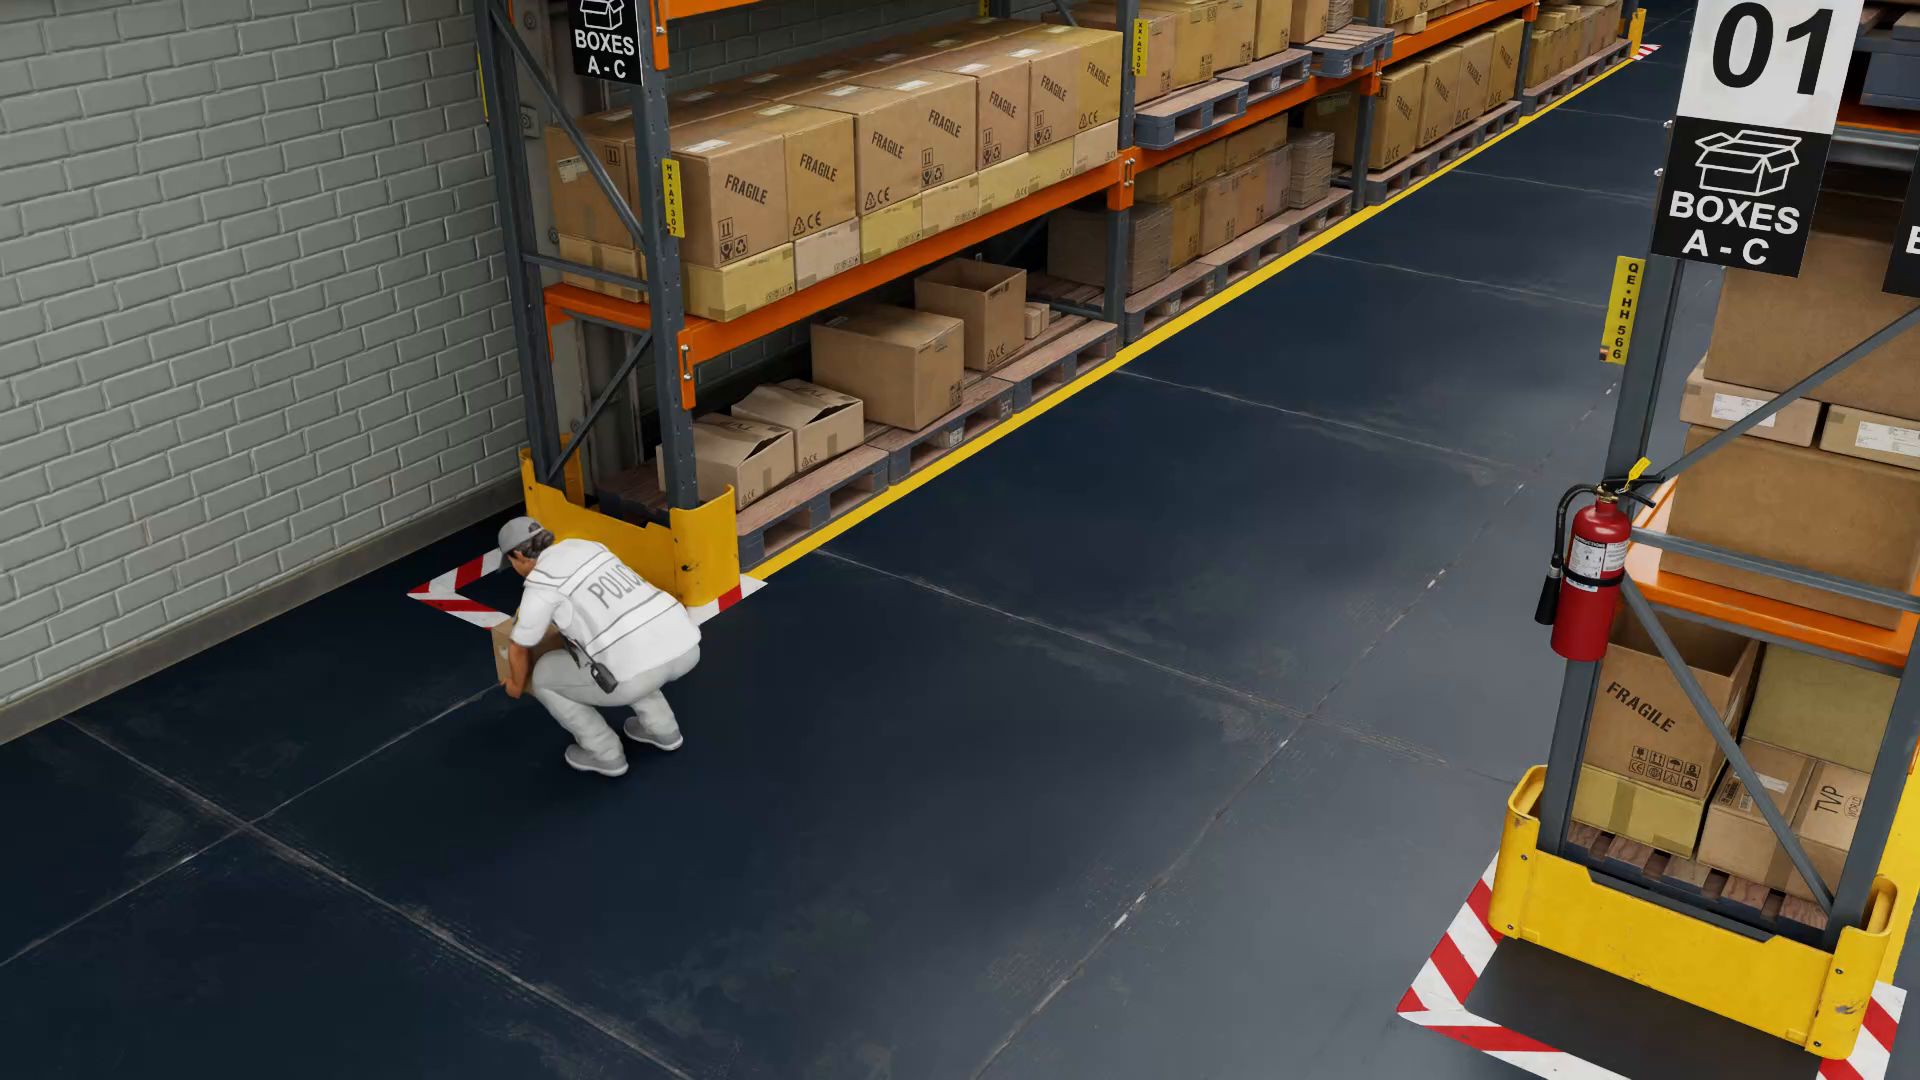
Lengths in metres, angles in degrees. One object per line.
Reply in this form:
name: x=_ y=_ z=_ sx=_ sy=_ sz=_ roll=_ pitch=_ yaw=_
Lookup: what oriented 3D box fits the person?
person: x=-1.431 y=0.417 z=6.554 sx=0.839 sy=0.986 sz=0.526 roll=17 pitch=32 yaw=30
